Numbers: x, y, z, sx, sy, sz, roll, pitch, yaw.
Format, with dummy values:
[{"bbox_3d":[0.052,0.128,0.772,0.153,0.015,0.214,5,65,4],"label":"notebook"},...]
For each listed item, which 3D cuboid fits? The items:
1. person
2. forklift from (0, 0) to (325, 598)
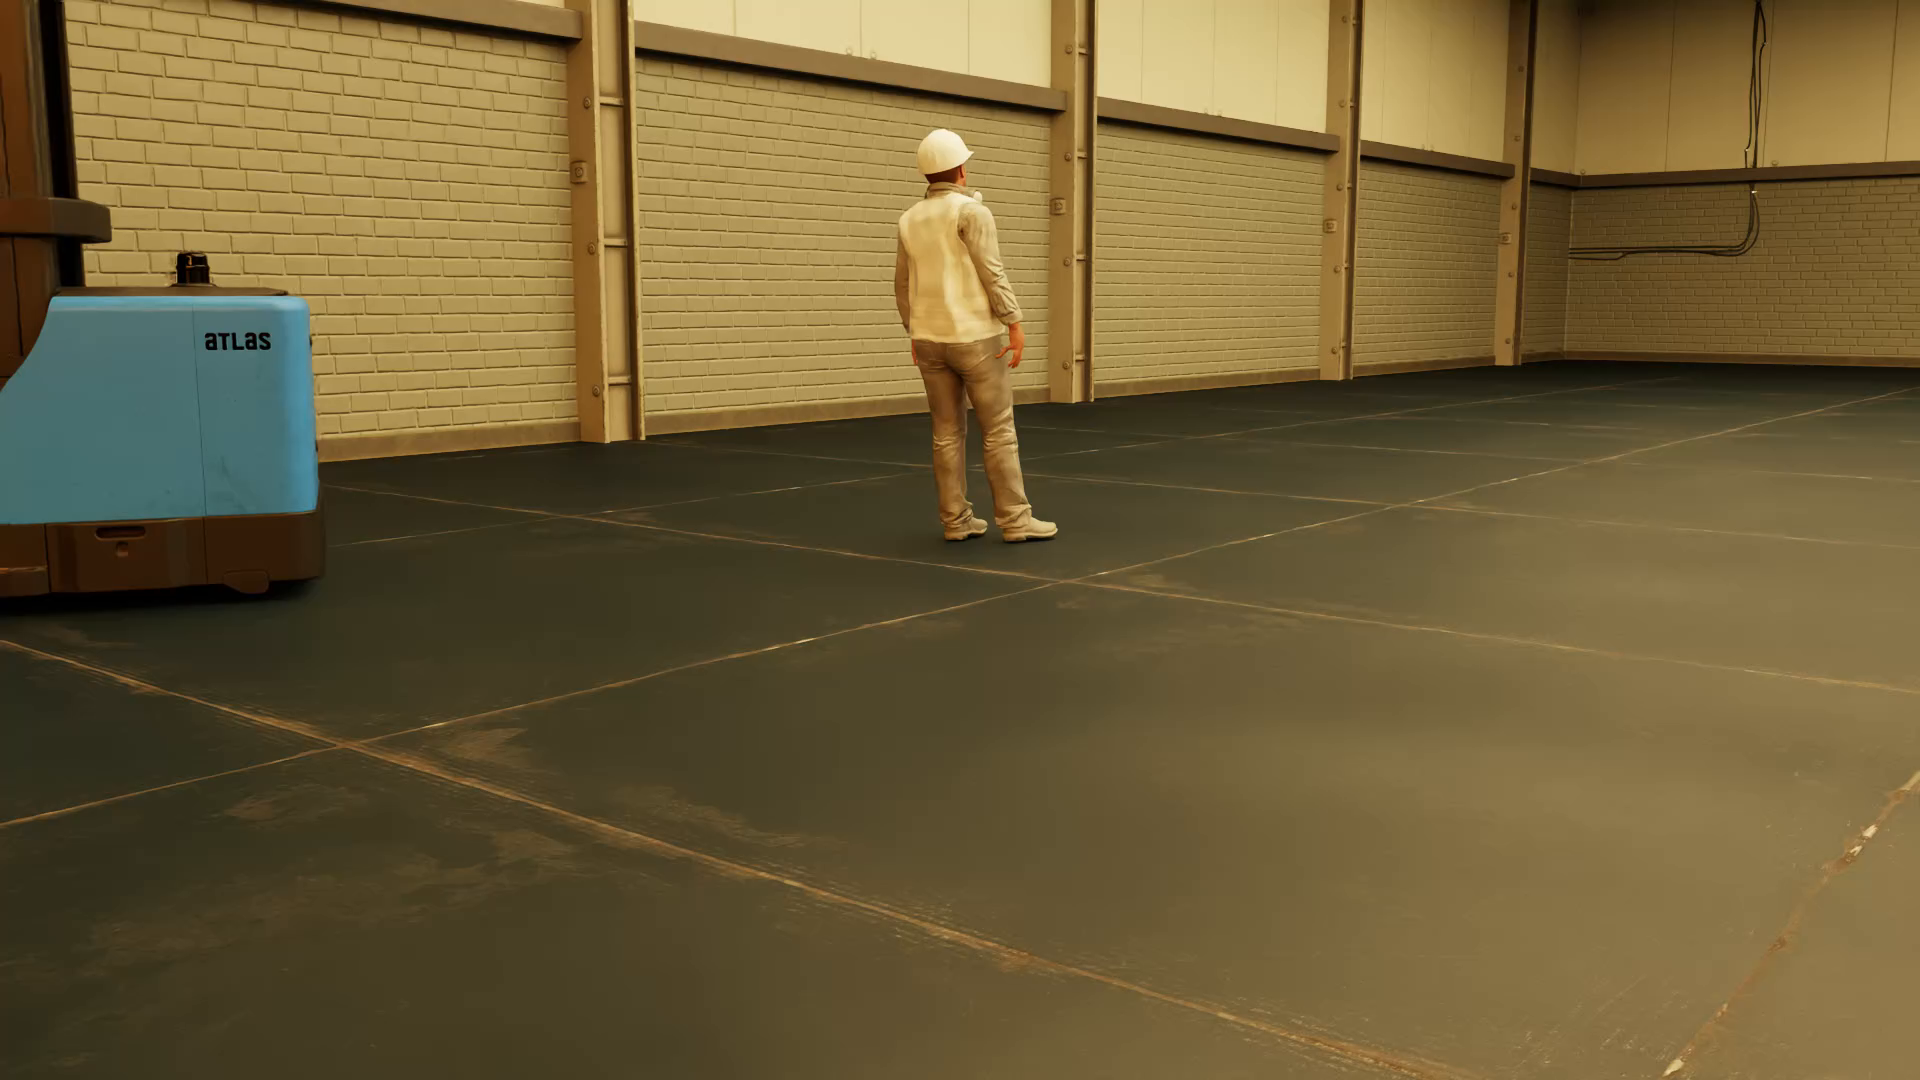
[{"bbox_3d":[0.045,-0.891,7.319,0.633,1.775,0.566,7,11,38],"label":"person"},{"bbox_3d":[-3.887,-1.236,5.729,3.031,2.935,1.130,-3,9,-20],"label":"forklift"}]
